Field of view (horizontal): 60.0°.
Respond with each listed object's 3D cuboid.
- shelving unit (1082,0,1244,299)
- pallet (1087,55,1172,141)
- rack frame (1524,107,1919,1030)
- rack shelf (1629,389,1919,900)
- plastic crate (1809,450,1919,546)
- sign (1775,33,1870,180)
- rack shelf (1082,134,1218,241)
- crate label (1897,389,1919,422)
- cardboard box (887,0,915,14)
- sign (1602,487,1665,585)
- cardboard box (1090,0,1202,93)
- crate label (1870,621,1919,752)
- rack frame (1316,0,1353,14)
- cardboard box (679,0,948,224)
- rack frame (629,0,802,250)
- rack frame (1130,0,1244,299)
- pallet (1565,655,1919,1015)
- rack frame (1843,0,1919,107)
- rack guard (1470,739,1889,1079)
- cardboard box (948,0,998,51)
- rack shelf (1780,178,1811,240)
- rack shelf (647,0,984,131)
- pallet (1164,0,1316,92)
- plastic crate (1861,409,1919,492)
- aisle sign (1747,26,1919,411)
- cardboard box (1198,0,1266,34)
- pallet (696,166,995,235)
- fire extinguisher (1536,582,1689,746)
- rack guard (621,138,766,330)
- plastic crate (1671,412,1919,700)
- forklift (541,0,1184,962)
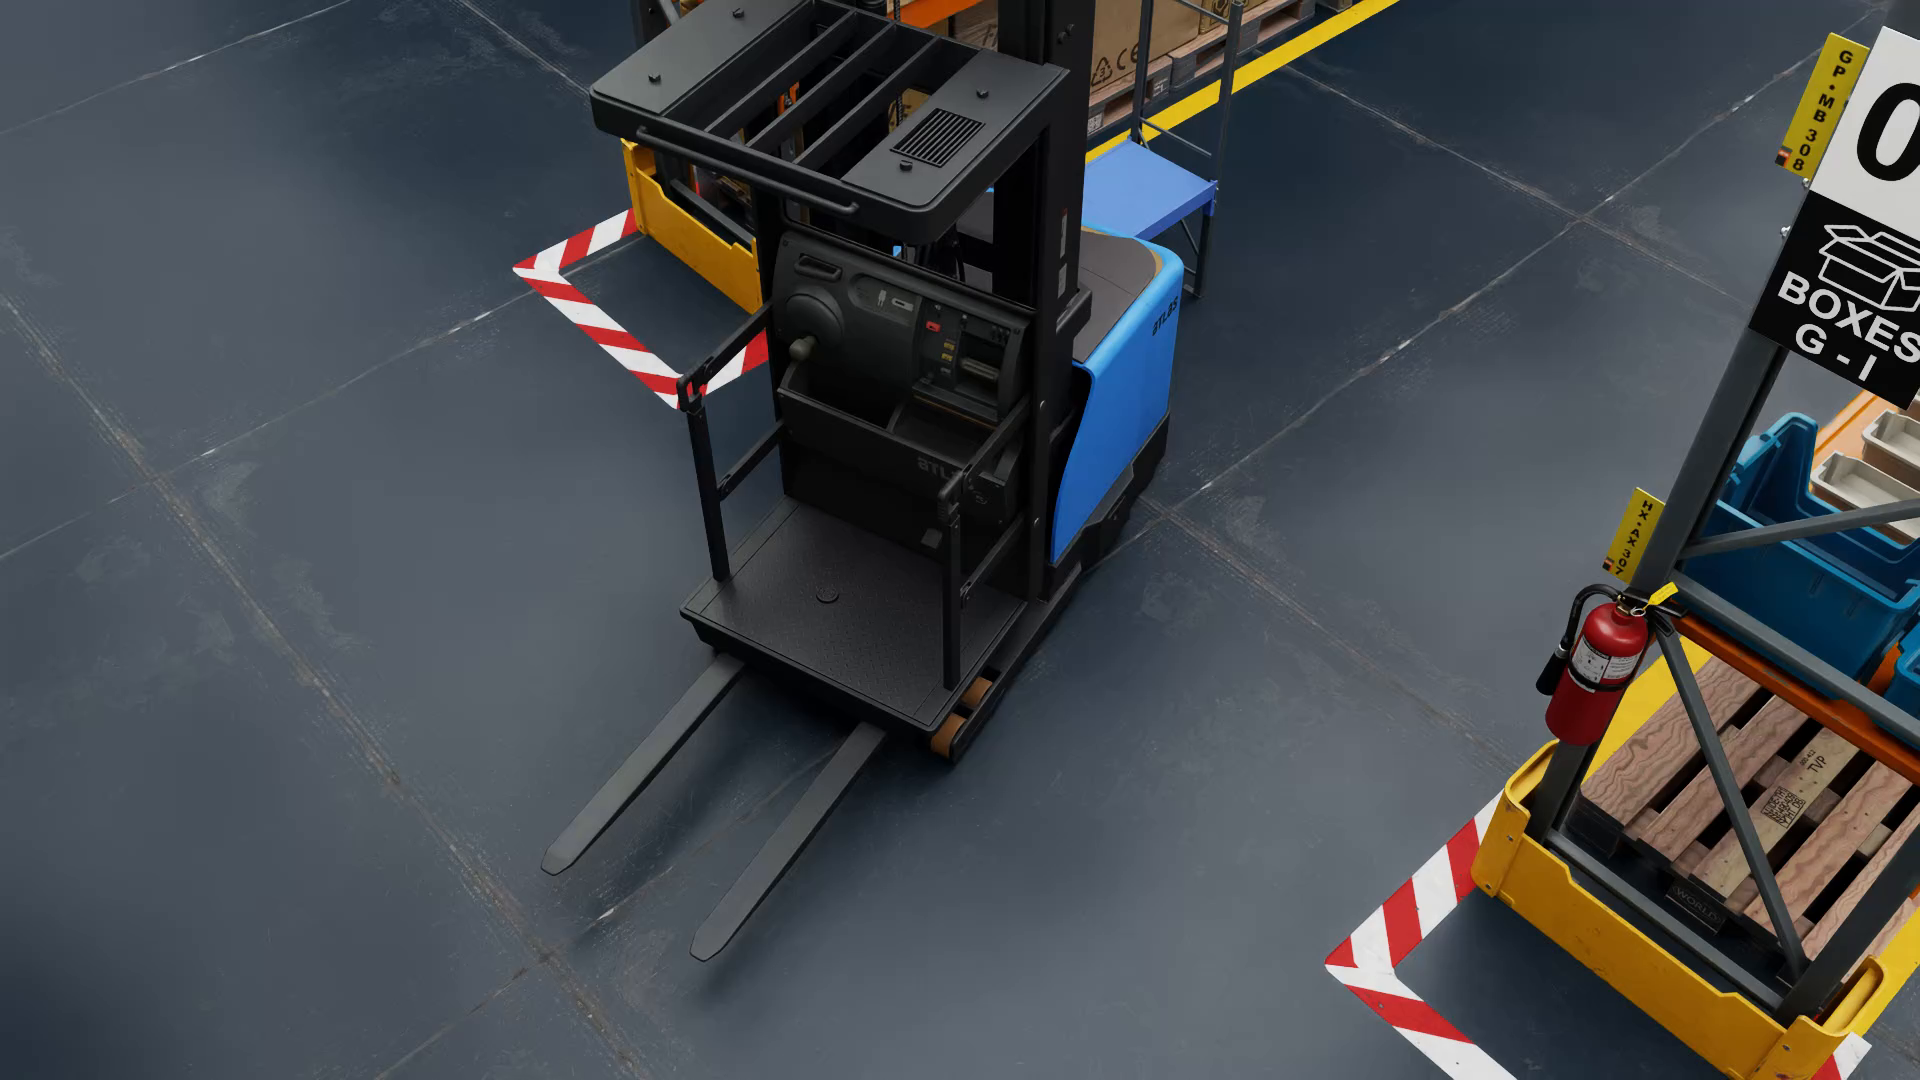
[{"bbox_3d":[0.599,-1.513,7.126,1.048,1.500,0.538,-36,57,-29],"label":"shelving unit"},{"bbox_3d":[0.359,-2.445,8.862,1.213,0.211,1.003,-34,56,-27],"label":"pallet"},{"bbox_3d":[2.250,0.341,4.395,0.127,3.000,1.000,-34,56,-27],"label":"rack frame"},{"bbox_3d":[3.729,-0.404,5.571,4.000,0.370,1.077,-34,56,-27],"label":"rack shelf"},{"bbox_3d":[2.731,-0.092,4.932,0.243,0.136,0.396,-34,56,-27],"label":"plastic crate"},{"bbox_3d":[1.868,-0.932,3.599,0.005,0.325,0.100,-34,56,-27],"label":"sign"},{"bbox_3d":[0.599,-1.391,7.258,1.000,0.185,0.538,-36,57,-29],"label":"rack shelf"},{"bbox_3d":[3.145,-0.378,5.197,0.243,0.136,0.396,-34,56,-27],"label":"crate label"},{"bbox_3d":[-0.409,-2.391,7.086,0.250,0.149,0.380,-35,56,-28],"label":"cardboard box"},{"bbox_3d":[1.868,-0.006,4.603,0.005,0.325,0.100,-34,56,-27],"label":"sign"},{"bbox_3d":[0.669,-3.024,8.660,0.875,0.875,0.875,-34,56,-27],"label":"cardboard box"},{"bbox_3d":[2.654,0.434,4.382,0.303,0.233,0.416,-34,56,-27],"label":"crate label"},{"bbox_3d":[1.877,-4.330,8.705,0.127,3.000,1.000,-34,56,-27],"label":"rack frame"},{"bbox_3d":[-0.663,-2.134,7.838,0.875,0.875,0.875,-34,56,-27],"label":"cardboard box"},{"bbox_3d":[-1.082,-2.353,6.880,0.127,3.000,1.000,-34,56,-27],"label":"rack frame"},{"bbox_3d":[0.959,-1.777,7.369,0.032,1.500,0.500,-36,57,-29],"label":"rack frame"},{"bbox_3d":[2.886,0.900,5.776,1.213,0.211,1.003,-34,56,-27],"label":"pallet"},{"bbox_3d":[2.250,-1.694,2.190,0.127,3.000,1.000,-34,56,-27],"label":"rack frame"},{"bbox_3d":[2.241,1.207,5.296,0.348,0.500,1.175,-34,56,-27],"label":"rack guard"},{"bbox_3d":[0.011,-2.584,8.254,0.875,0.875,0.875,-34,56,-27],"label":"cardboard box"},{"bbox_3d":[3.729,-1.421,4.469,4.000,0.370,1.077,-34,56,-27],"label":"rack shelf"},{"bbox_3d":[0.397,-3.097,8.057,4.000,0.370,1.077,-34,56,-27],"label":"rack shelf"},{"bbox_3d":[1.262,-3.051,9.422,1.213,0.211,1.003,-34,56,-27],"label":"pallet"},{"bbox_3d":[2.955,-0.227,5.057,0.243,0.136,0.396,-34,56,-27],"label":"plastic crate"},{"bbox_3d":[1.999,-0.665,3.553,0.004,0.787,0.394,-34,56,-27],"label":"aisle sign"},{"bbox_3d":[1.335,-3.469,9.070,0.875,0.875,0.875,-34,56,-27],"label":"cardboard box"},{"bbox_3d":[-0.543,-1.845,8.309,1.213,0.211,1.003,-34,56,-27],"label":"pallet"},{"bbox_3d":[1.832,0.321,4.719,0.183,0.674,0.296,-34,56,-27],"label":"fire extinguisher"},{"bbox_3d":[-1.100,-1.493,7.787,0.348,0.500,1.175,-34,56,-27],"label":"rack guard"},{"bbox_3d":[2.372,0.041,4.606,0.499,0.435,0.616,-34,56,-27],"label":"plastic crate"},{"bbox_3d":[-0.319,-0.599,5.308,1.130,2.935,3.031,24,52,20],"label":"forklift"}]
